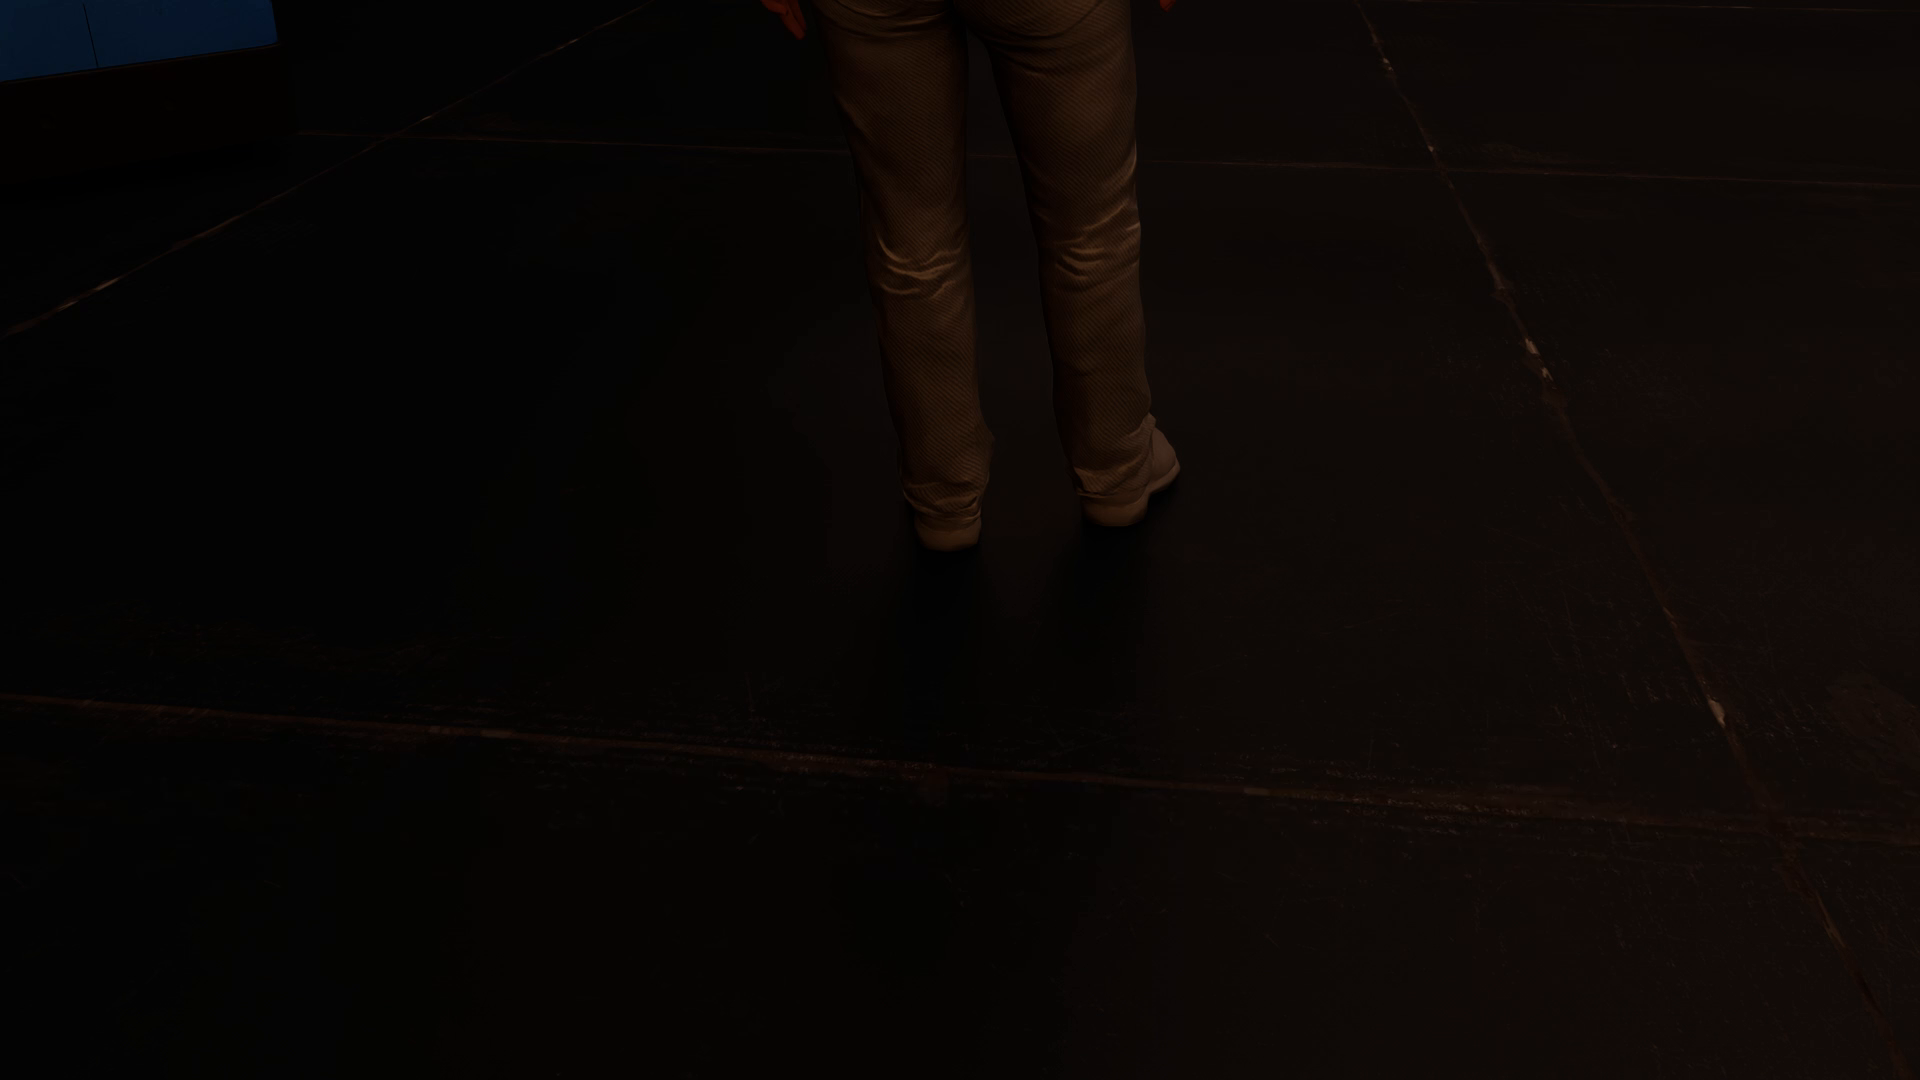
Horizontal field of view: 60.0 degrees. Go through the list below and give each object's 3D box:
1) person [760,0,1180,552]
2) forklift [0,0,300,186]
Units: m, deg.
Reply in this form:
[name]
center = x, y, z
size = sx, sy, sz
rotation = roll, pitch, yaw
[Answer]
[person]
center = 0.016, -0.825, 2.156
size = 0.632, 1.768, 0.568
rotation = 3, 27, 7
[forklift]
center = -3.246, -2.675, 4.578
size = 3.031, 2.935, 1.130
rotation = 23, 35, 38
